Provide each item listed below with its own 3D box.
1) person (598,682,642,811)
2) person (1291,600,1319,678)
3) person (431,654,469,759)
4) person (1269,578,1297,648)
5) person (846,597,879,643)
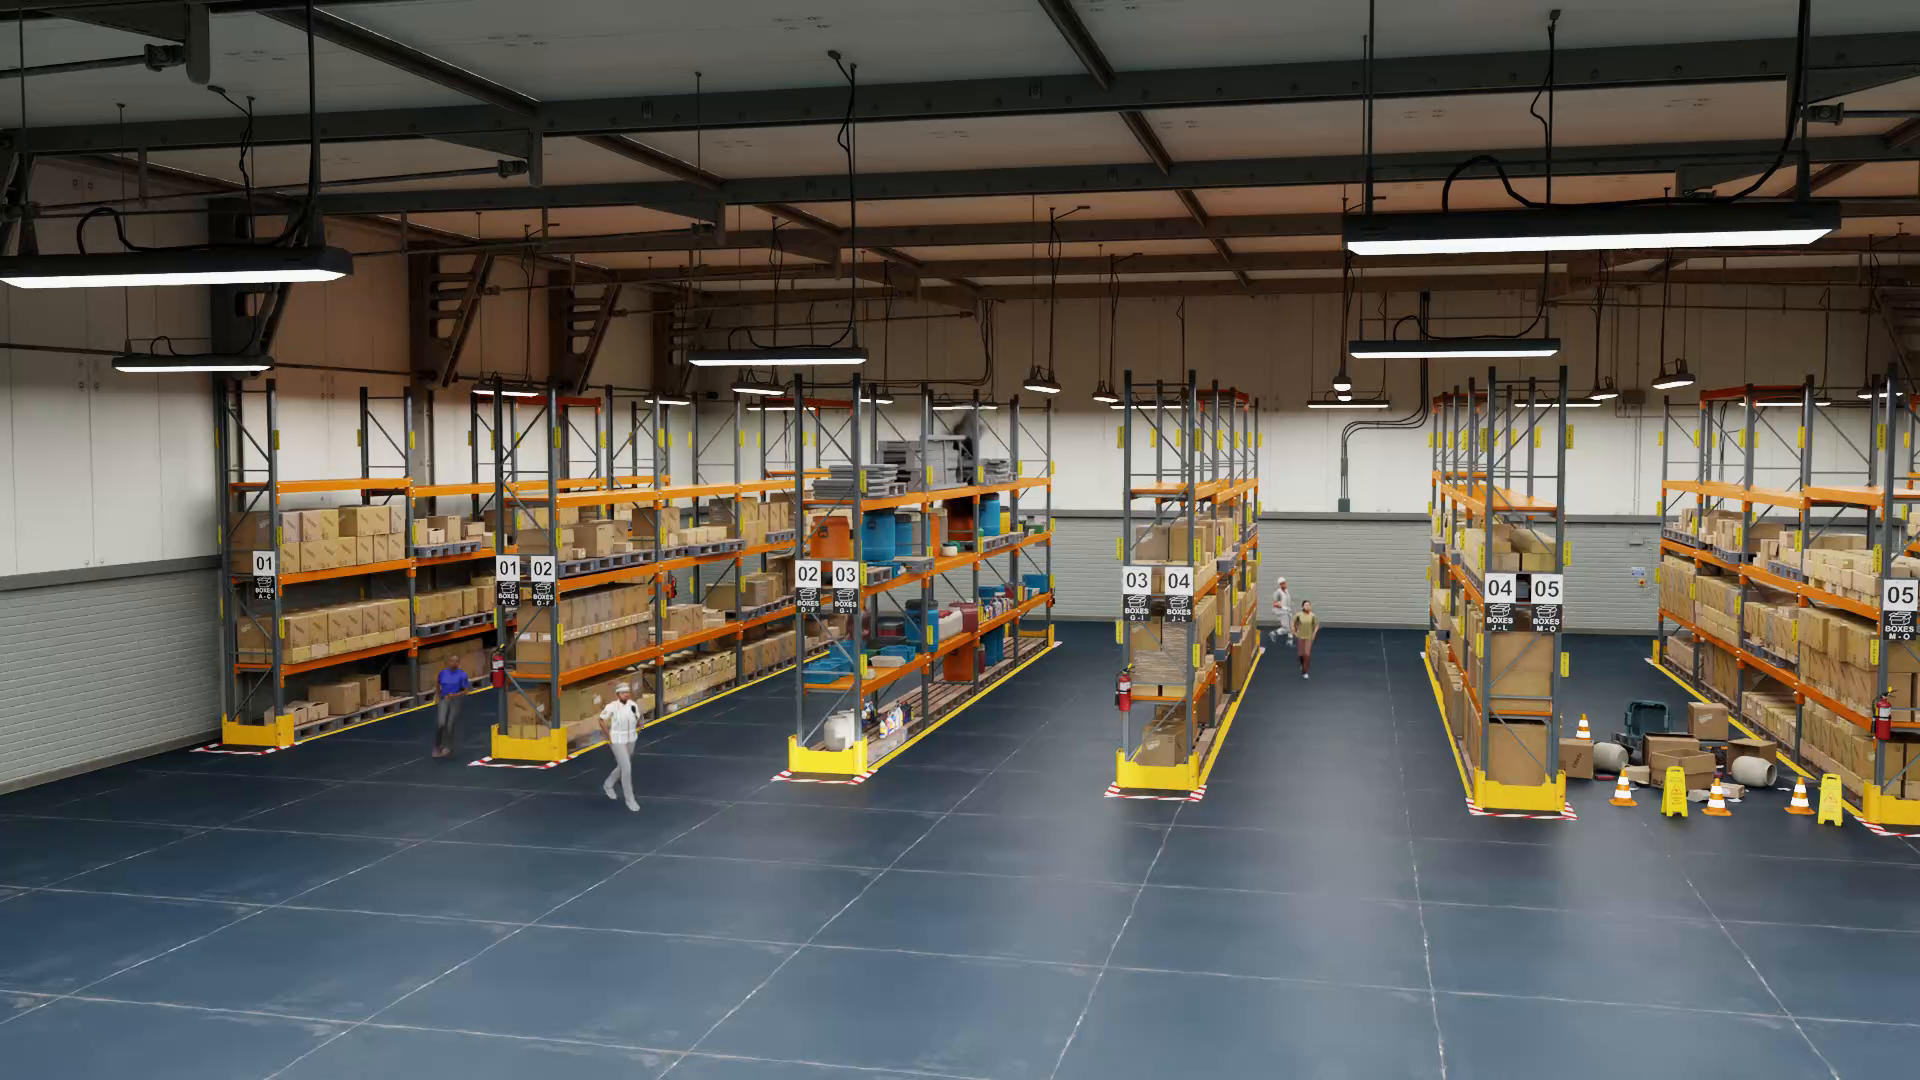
[{"bbox_3d":[-4.616,2.791,22.786,0.866,1.726,0.561,3,5,43],"label":"person"},{"bbox_3d":[7.294,2.086,35.131,0.581,1.637,0.528,0,3,7],"label":"person"},{"bbox_3d":[-8.057,2.634,26.270,0.585,1.645,0.621,-1,3,-9],"label":"person"},{"bbox_3d":[7.768,1.755,40.133,0.643,1.710,0.675,2,4,36],"label":"person"},{"bbox_3d":[-1.873,1.943,31.575,0.707,1.764,0.726,1,4,15],"label":"person"}]
